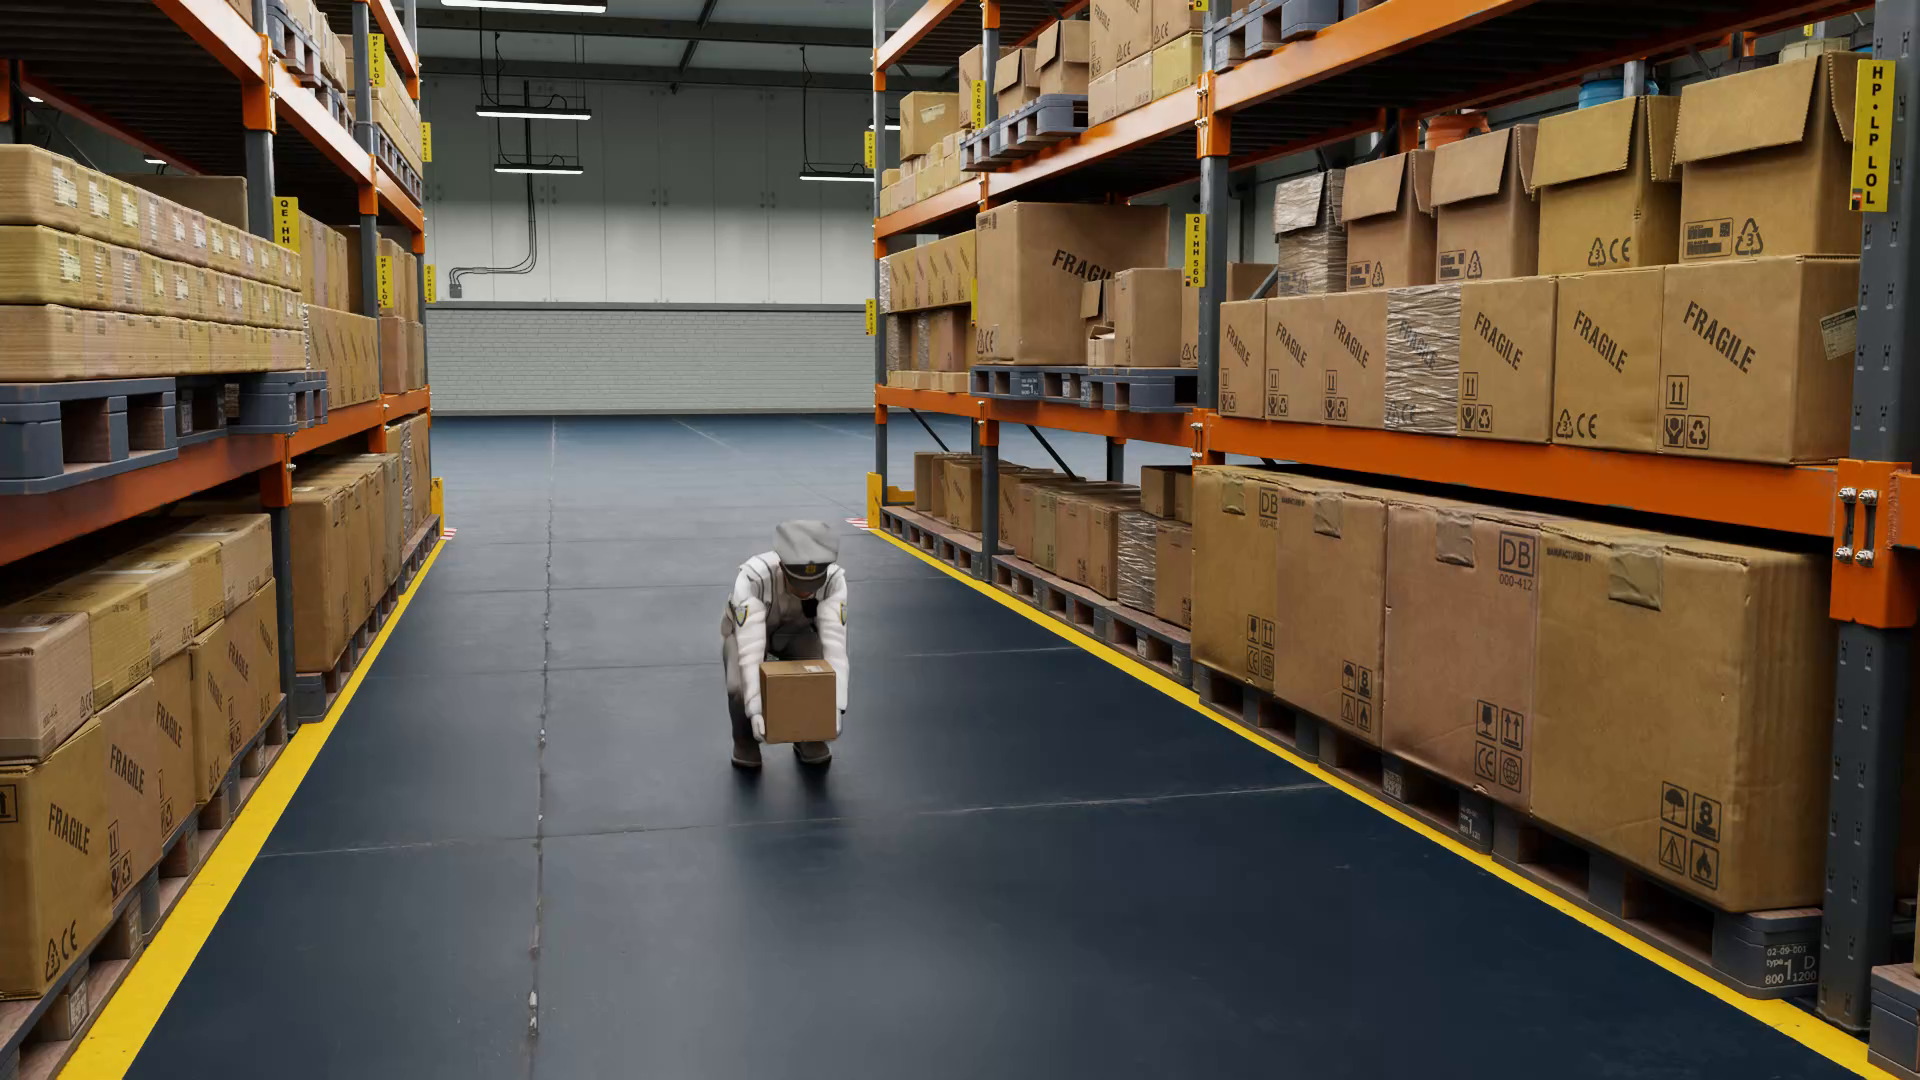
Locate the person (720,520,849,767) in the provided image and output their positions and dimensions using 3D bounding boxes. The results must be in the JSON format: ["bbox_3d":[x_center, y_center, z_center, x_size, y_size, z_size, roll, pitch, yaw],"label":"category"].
[{"bbox_3d":[-0.668,0.392,6.317,0.459,0.977,0.857,-2,6,-15],"label":"person"}]
